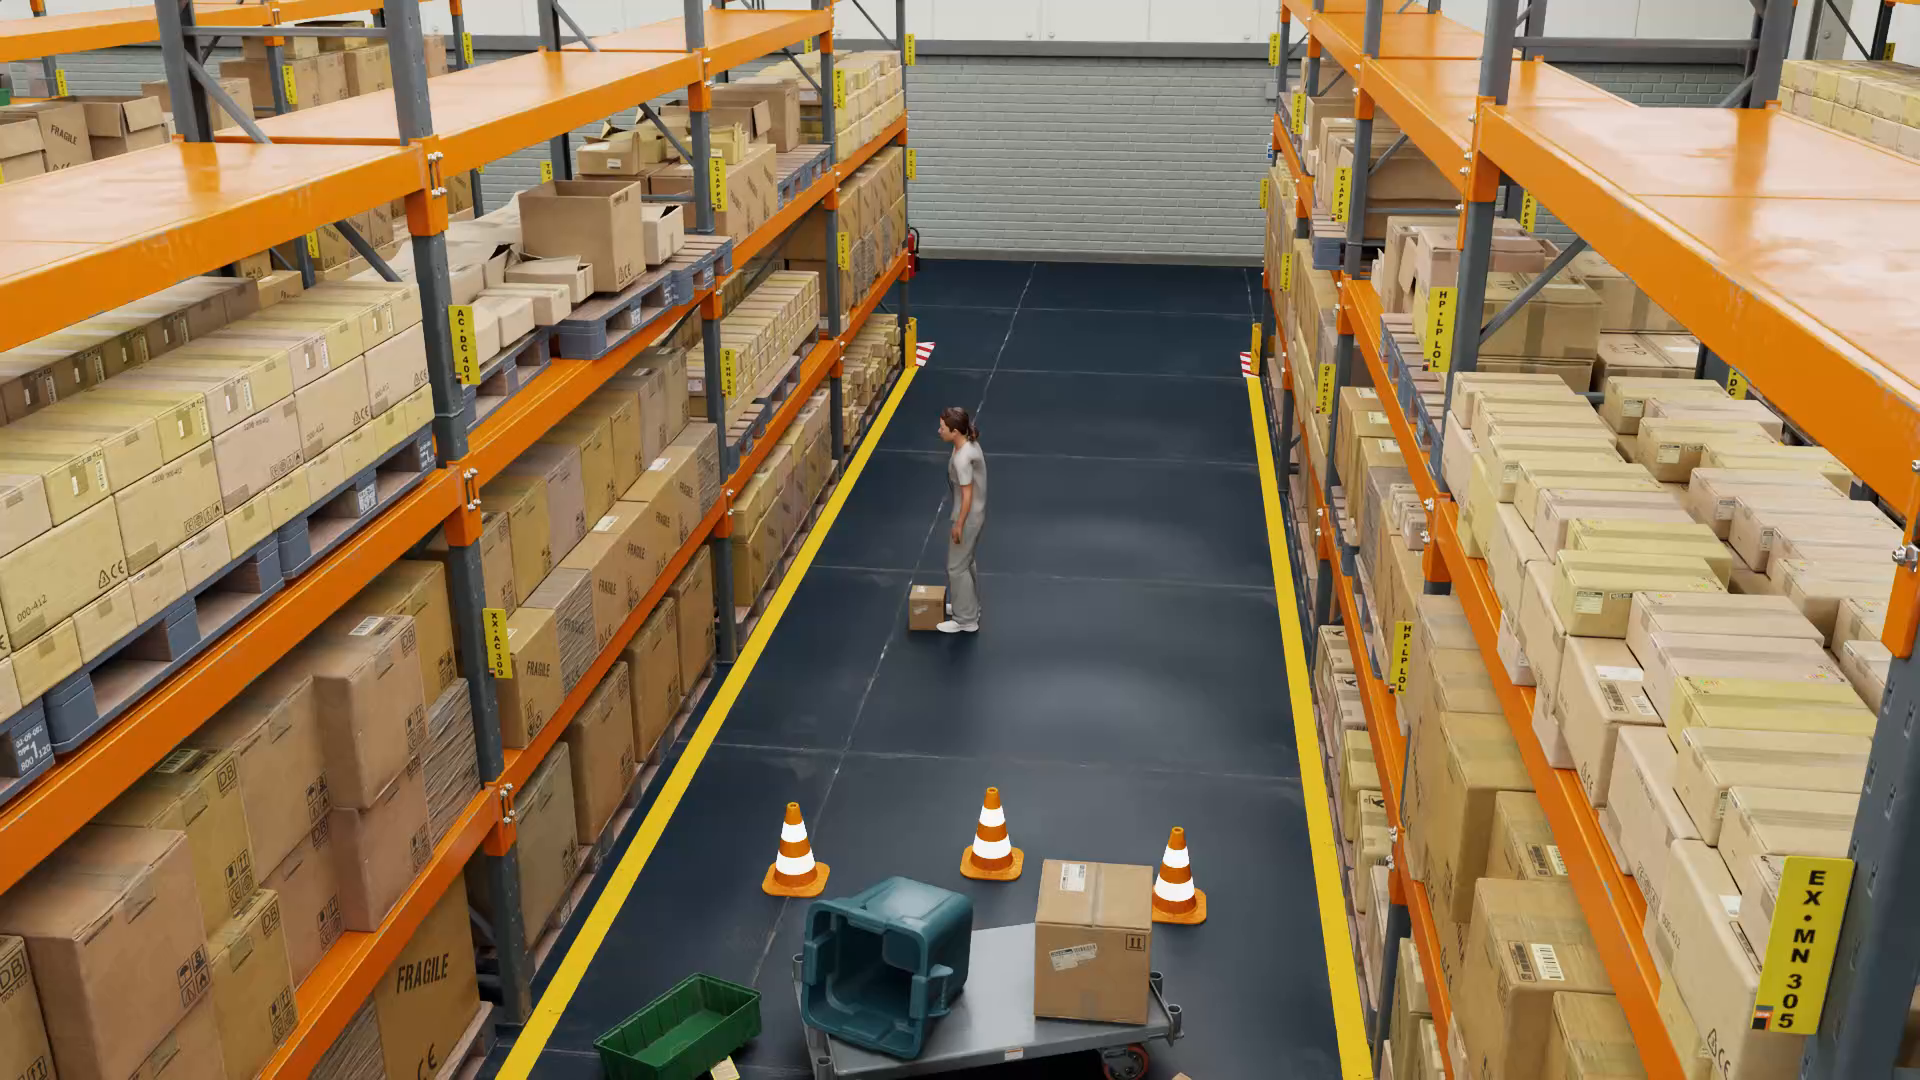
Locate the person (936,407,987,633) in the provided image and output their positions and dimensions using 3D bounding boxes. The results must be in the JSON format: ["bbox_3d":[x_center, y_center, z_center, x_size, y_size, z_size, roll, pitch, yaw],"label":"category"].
[{"bbox_3d":[0.014,-0.158,11.895,0.363,1.671,0.509,1,21,3],"label":"person"}]
